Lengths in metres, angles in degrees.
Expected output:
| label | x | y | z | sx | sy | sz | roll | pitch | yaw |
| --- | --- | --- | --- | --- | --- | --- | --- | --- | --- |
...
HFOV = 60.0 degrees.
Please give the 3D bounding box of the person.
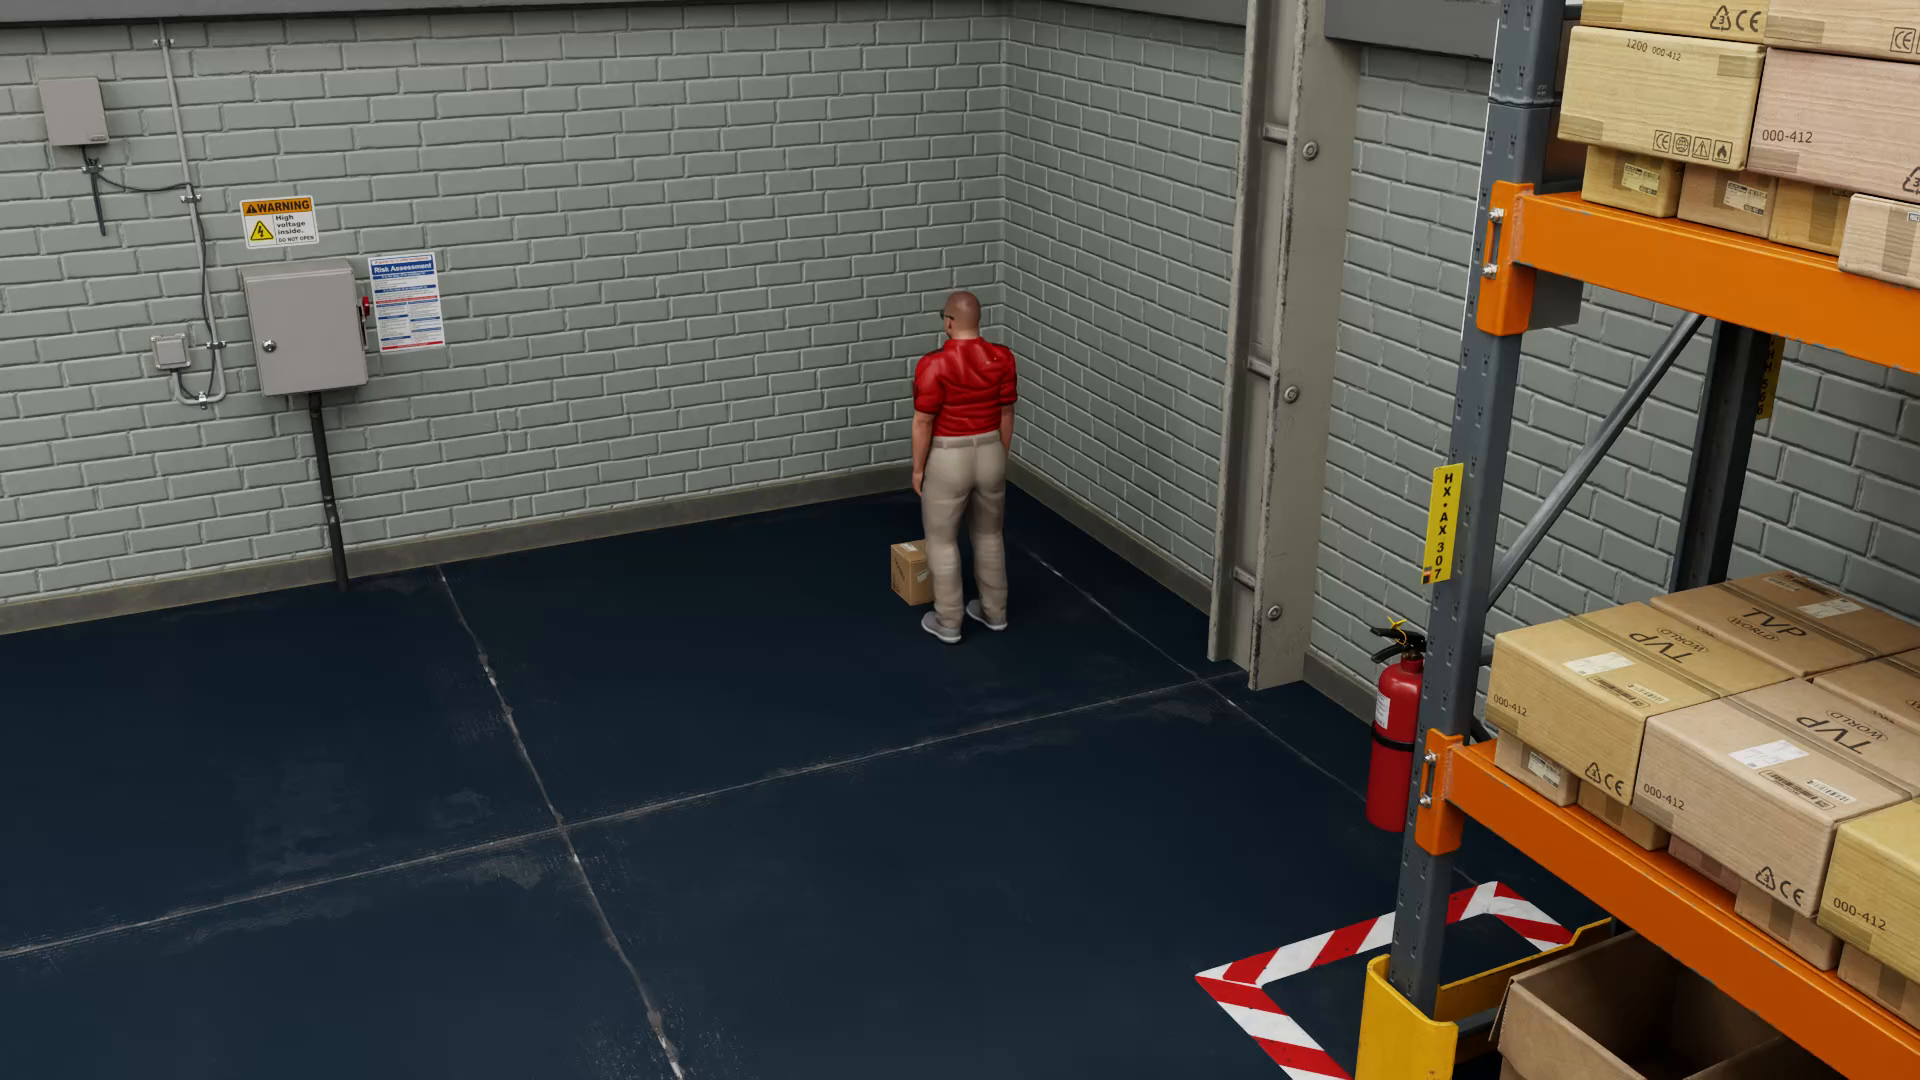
| label | x | y | z | sx | sy | sz | roll | pitch | yaw |
| --- | --- | --- | --- | --- | --- | --- | --- | --- | --- |
| person | -0.001 | -0.358 | 8.007 | 0.527 | 1.725 | 0.366 | -10 | 24 | -23 |
